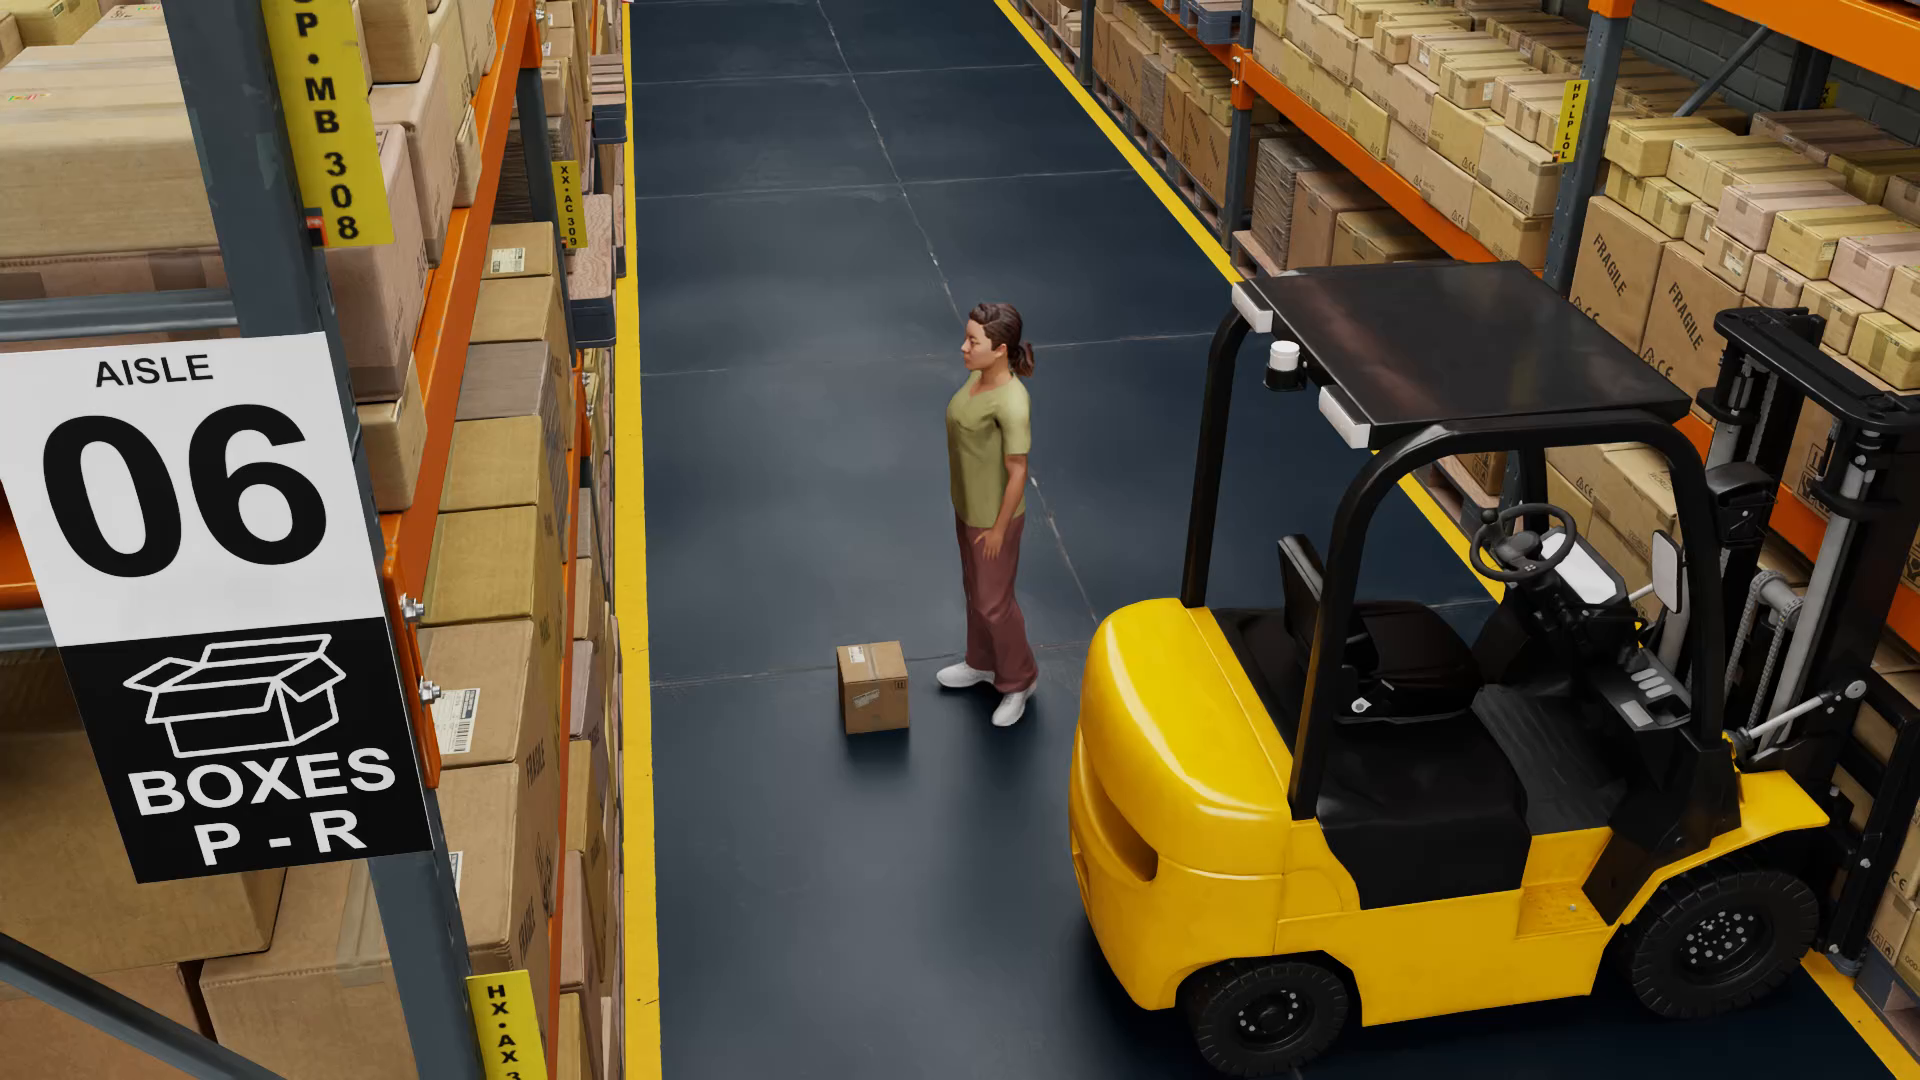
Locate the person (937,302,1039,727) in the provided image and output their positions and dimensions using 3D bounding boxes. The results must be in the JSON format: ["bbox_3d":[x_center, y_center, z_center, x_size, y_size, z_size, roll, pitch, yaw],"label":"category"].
[{"bbox_3d":[0.119,-0.095,6.299,0.378,1.690,0.465,-9,32,-15],"label":"person"}]
